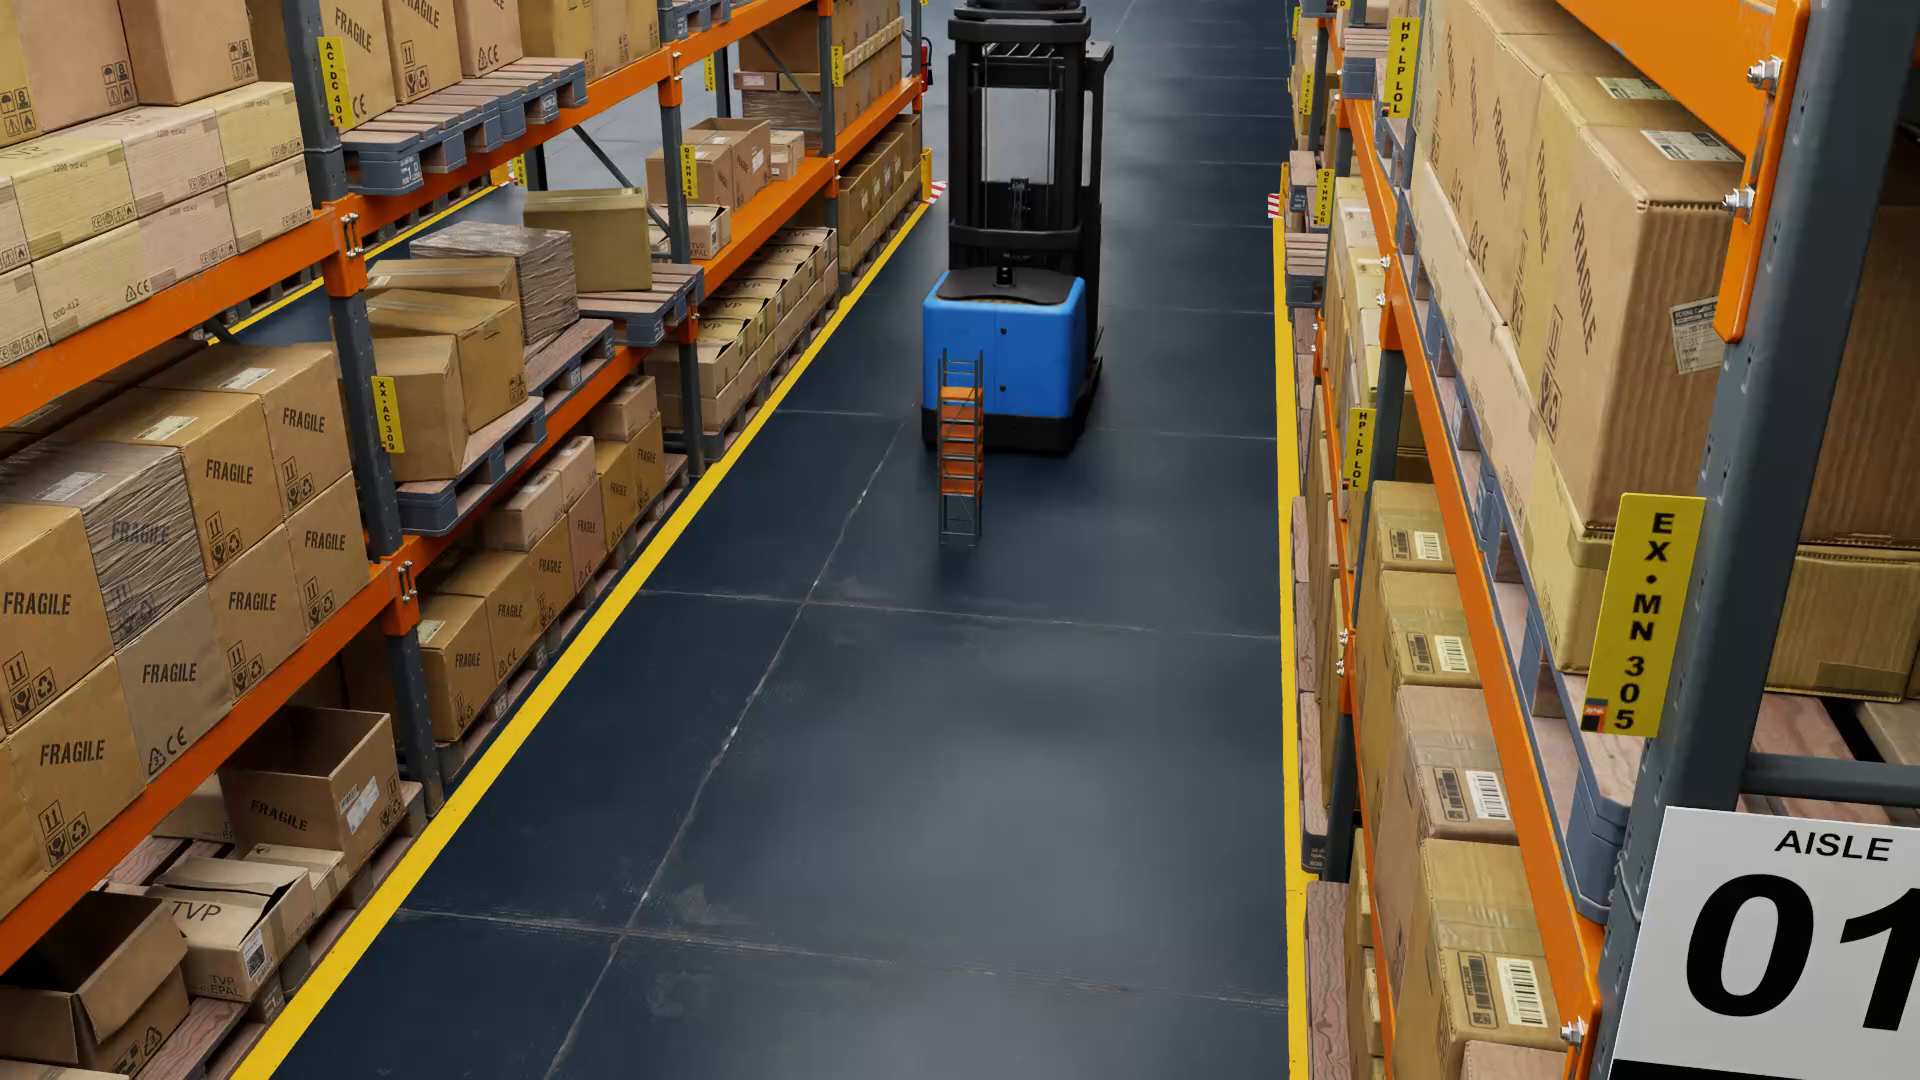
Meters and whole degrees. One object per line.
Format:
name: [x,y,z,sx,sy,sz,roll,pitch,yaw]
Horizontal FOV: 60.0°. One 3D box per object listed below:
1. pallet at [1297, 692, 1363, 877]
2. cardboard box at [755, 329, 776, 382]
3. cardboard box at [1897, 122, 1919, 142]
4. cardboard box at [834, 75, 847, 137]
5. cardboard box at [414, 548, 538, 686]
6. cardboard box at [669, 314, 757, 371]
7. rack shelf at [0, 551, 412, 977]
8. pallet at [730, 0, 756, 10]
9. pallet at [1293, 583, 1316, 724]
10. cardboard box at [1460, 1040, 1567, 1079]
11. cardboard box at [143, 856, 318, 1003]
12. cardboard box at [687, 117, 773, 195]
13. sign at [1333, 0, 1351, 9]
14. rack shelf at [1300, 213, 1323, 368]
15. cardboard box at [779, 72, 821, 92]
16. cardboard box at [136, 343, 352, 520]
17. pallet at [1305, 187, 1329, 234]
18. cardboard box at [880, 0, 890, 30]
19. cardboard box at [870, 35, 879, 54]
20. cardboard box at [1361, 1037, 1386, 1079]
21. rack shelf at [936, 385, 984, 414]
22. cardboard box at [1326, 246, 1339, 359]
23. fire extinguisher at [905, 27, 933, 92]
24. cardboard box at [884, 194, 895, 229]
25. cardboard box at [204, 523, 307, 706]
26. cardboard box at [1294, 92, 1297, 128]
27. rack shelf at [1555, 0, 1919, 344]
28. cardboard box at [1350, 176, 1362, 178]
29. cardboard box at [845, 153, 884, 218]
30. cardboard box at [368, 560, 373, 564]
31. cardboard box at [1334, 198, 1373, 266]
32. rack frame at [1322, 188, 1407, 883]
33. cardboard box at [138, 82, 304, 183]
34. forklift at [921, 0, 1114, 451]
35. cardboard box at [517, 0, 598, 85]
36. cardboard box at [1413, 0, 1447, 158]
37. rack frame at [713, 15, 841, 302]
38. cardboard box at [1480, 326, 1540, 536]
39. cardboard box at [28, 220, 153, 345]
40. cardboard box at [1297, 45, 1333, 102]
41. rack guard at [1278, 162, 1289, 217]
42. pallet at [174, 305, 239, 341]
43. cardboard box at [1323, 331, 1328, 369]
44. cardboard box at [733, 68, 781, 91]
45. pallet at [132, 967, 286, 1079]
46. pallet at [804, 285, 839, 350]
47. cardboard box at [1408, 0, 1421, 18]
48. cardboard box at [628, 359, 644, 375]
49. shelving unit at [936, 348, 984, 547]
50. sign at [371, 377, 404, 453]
pallet: [2.067,1.125,7.597,1.003,0.211,1.213,4,25,9]
cardboard box: [-1.683,-1.396,12.443,0.500,0.250,0.500,3,25,7]
cardboard box: [1.813,-0.512,2.946,0.500,0.500,0.500,4,25,8]
cardboard box: [-1.419,-3.950,15.032,0.700,0.500,0.500,4,25,8]
cardboard box: [-2.477,0.372,8.346,0.500,0.500,0.500,4,25,9]
cardboard box: [-1.766,-1.442,11.880,0.500,0.311,0.500,3,25,7]
rack shelf: [-3.199,1.011,5.401,1.077,0.370,4.000,4,25,9]
pallet: [-2.016,-3.855,11.633,1.003,0.211,1.213,5,26,11]
pallet: [2.264,0.613,8.691,1.003,0.211,1.213,4,25,9]
cardboard box: [1.435,1.513,3.125,0.980,0.700,0.700,5,26,11]
cardboard box: [-2.808,1.439,6.291,0.500,0.311,0.500,4,25,9]
cardboard box: [-1.793,-3.002,13.008,0.500,0.500,0.500,6,26,12]
sign: [2.134,-3.114,9.216,0.100,0.325,0.005,4,25,9]
rack shelf: [2.996,-1.993,11.819,1.077,0.370,4.000,4,25,9]
cardboard box: [-1.330,-3.935,14.236,0.380,0.149,0.250,4,25,8]
cardboard box: [-2.700,-0.420,6.312,0.500,0.500,0.500,4,25,9]
pallet: [2.952,-2.227,11.695,1.003,0.211,1.213,4,25,9]
cardboard box: [-1.089,-5.366,16.528,0.700,0.500,0.500,3,25,7]
cardboard box: [-0.996,-4.795,16.072,0.380,0.149,0.250,5,25,10]
cardboard box: [1.621,1.862,5.187,0.700,0.500,0.500,5,25,10]
rack shelf: [0.002,-0.835,9.875,0.258,0.103,0.180,4,25,9]
cardboard box: [2.242,-1.268,8.928,0.500,0.500,0.500,5,26,10]
fire extinguisher: [-0.434,-5.153,17.811,0.296,0.674,0.183,4,25,9]
cardboard box: [-0.941,-3.242,16.387,0.500,0.250,0.500,4,25,9]
cardboard box: [-2.784,0.246,6.069,0.500,0.500,0.500,5,25,10]
cardboard box: [3.339,-3.946,15.295,0.500,0.250,0.500,4,25,9]
rack shelf: [1.689,-1.184,3.484,1.077,0.370,4.000,4,25,9]
cardboard box: [2.736,-1.925,10.187,0.700,0.500,0.500,1,25,2]
cardboard box: [-1.017,-3.372,15.780,0.500,0.500,0.500,4,25,9]
cardboard box: [-2.985,0.349,8.396,0.500,0.500,0.500,4,25,9]
cardboard box: [2.254,-1.615,8.784,0.500,0.250,0.500,4,25,8]
rack frame: [2.015,0.190,6.306,1.000,3.000,0.127,4,25,9]
cardboard box: [-2.684,-1.446,5.851,0.500,0.250,0.500,4,25,9]
forklift: [0.505,-2.537,12.212,1.130,2.935,3.031,4,25,9]
cardboard box: [-2.425,-2.613,8.637,0.910,0.500,0.500,4,25,9]
cardboard box: [1.622,-1.397,4.837,0.500,0.500,0.500,4,25,8]
rack frame: [-1.565,-3.497,14.184,1.000,3.000,0.127,4,25,9]
cardboard box: [1.303,-0.205,3.176,0.500,0.250,0.500,3,25,7]
cardboard box: [-2.855,-0.802,5.064,0.500,0.250,0.500,4,25,9]
cardboard box: [3.264,-4.075,14.686,0.500,0.500,0.500,3,25,7]
rack guard: [3.964,-3.665,17.490,1.175,0.500,0.348,4,25,9]
pallet: [-6.738,-1.736,13.711,1.003,0.211,1.213,4,25,9]
cardboard box: [2.210,-1.046,9.220,0.380,0.149,0.250,5,26,10]
cardboard box: [-1.732,-3.965,14.300,0.380,0.149,0.250,4,25,8]
pallet: [-3.183,1.910,5.920,1.003,0.211,1.213,4,25,9]
pallet: [-1.647,-1.924,14.111,1.003,0.211,1.213,4,25,9]
cardboard box: [2.612,-2.654,8.206,0.700,0.500,0.500,3,25,6]
cardboard box: [-2.376,-1.259,11.489,0.500,0.311,0.500,5,25,10]
shelving unit: [0.002,-0.549,10.009,0.258,1.200,0.189,4,25,9]
sign: [-2.336,-0.509,6.778,0.100,0.325,0.005,4,25,9]
